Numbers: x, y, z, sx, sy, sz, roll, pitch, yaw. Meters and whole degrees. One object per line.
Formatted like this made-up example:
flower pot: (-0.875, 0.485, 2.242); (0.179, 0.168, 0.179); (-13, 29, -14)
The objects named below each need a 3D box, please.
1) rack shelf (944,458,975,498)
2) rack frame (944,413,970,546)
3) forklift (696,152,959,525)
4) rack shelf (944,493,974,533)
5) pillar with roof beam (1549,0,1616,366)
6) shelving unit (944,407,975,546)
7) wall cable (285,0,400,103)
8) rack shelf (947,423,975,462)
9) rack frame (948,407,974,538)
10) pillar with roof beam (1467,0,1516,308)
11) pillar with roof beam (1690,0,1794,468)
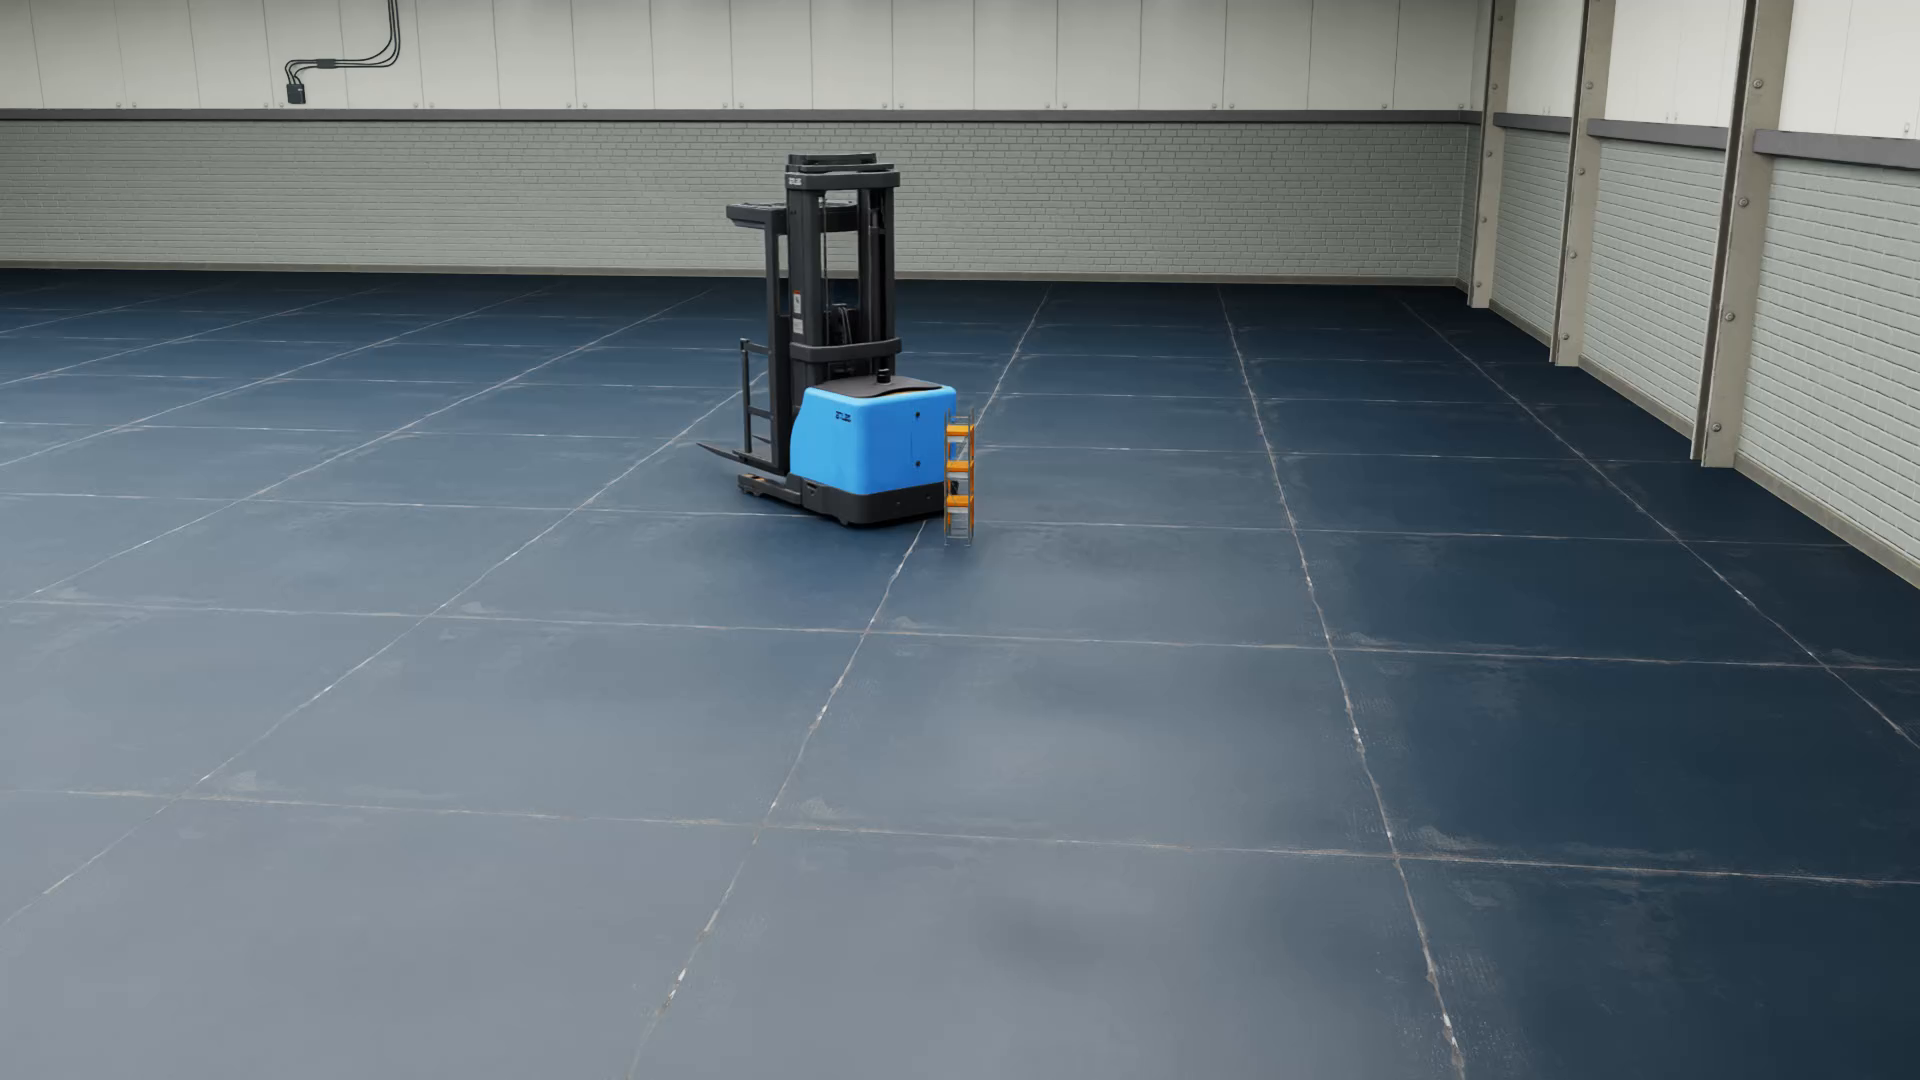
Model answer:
rack shelf: (-0.006, -0.483, 12.976); (0.215, 0.259, 0.240); (2, 15, 6)
rack frame: (-0.020, -0.461, 12.857); (0.200, 1.050, 0.008); (2, 15, 6)
forklift: (-1.307, -1.860, 14.424); (1.130, 2.935, 3.031); (-11, 19, -36)
rack shelf: (-0.006, -0.214, 13.049); (0.215, 0.259, 0.240); (2, 15, 6)
pillar with roof beam: (3.597, -6.765, 20.942); (9.100, 9.000, 0.400); (2, 15, 6)
shelving unit: (-0.006, -0.493, 12.974); (0.215, 1.050, 0.252); (2, 15, 6)
wall cable: (-11.670, -11.206, 30.848); (2.305, 6.003, 0.169); (2, 15, 6)
rack shelf: (-0.006, -0.757, 12.902); (0.215, 0.259, 0.240); (2, 15, 6)
rack frame: (0.008, -0.525, 13.091); (0.200, 1.050, 0.008); (2, 15, 6)
pillar with roof beam: (4.274, -8.321, 26.697); (9.100, 9.000, 0.400); (2, 15, 6)
pillar with roof beam: (2.920, -5.209, 15.187); (9.100, 9.000, 0.400); (2, 15, 6)
